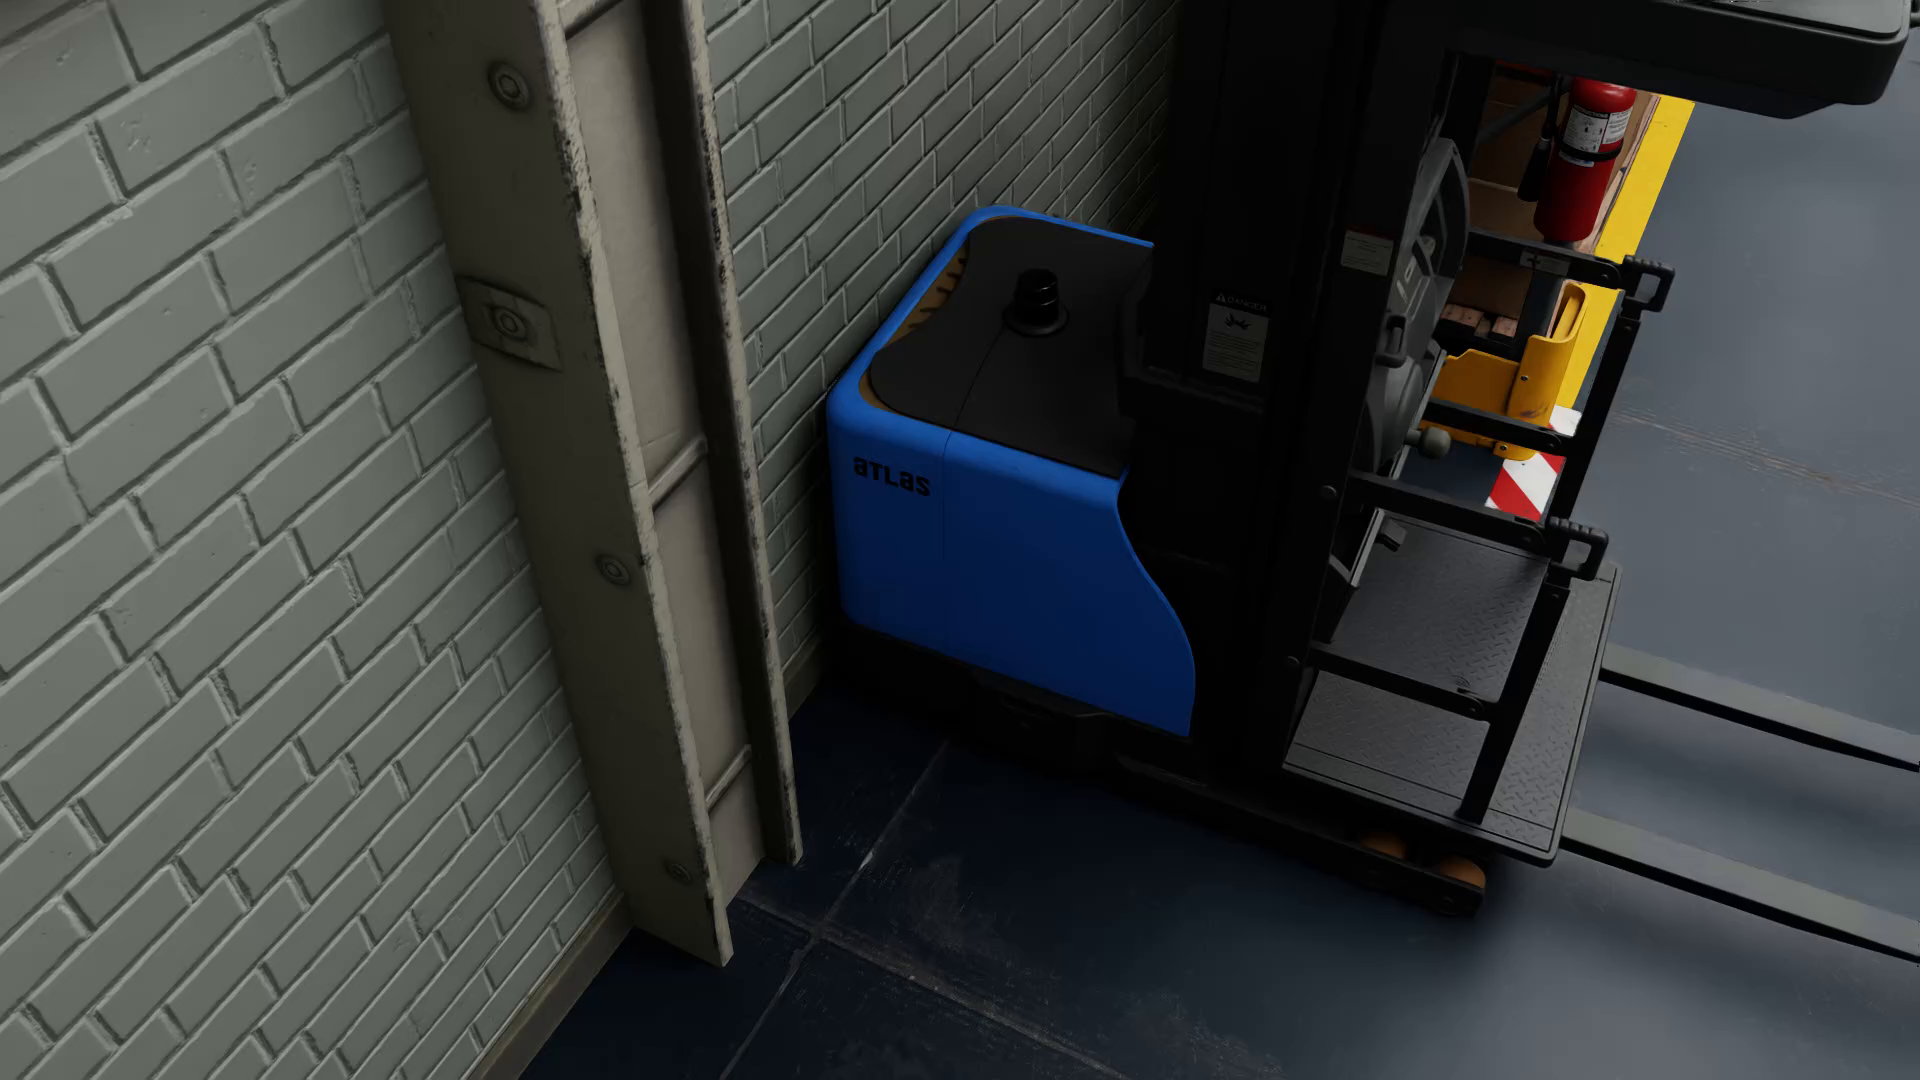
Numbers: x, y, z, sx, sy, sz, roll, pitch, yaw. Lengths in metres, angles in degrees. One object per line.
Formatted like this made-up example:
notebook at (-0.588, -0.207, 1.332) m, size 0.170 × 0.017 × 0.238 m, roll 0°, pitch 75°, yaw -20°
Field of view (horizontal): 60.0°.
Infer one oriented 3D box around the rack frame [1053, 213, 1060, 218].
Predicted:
rack frame at (0.382, -0.675, 5.284) m, size 0.240 × 0.900 × 0.006 m, roll 27°, pitch 61°, yaw 16°

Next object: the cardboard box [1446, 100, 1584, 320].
cardboard box at (1.776, -1.176, 5.764) m, size 0.797 × 0.503 × 0.637 m, roll 19°, pitch 48°, yaw 18°

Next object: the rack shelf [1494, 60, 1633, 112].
rack shelf at (2.337, -2.559, 6.176) m, size 1.077 × 0.370 × 4.000 m, roll 20°, pitch 49°, yaw 19°

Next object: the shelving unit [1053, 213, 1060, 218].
shelving unit at (0.329, -0.601, 5.237) m, size 0.258 × 0.900 × 0.210 m, roll 27°, pitch 61°, yaw 16°

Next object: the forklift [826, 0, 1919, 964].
forklift at (1.212, -0.497, 3.681) m, size 3.031 × 2.935 × 1.130 m, roll 18°, pitch 48°, yaw 17°

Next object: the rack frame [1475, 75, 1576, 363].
rack frame at (1.408, -1.552, 4.675) m, size 1.000 × 3.000 × 0.127 m, roll 20°, pitch 49°, yaw 19°

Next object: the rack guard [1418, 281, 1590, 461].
rack guard at (1.444, -0.722, 5.612) m, size 1.175 × 0.500 × 0.348 m, roll 20°, pitch 49°, yaw 19°

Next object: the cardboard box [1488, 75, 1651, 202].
cardboard box at (2.207, -1.701, 6.284) m, size 0.700 × 0.500 × 0.500 m, roll 22°, pitch 49°, yaw 21°

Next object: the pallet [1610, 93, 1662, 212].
pallet at (2.380, -1.888, 6.968) m, size 1.003 × 0.211 × 1.213 m, roll 20°, pitch 49°, yaw 19°

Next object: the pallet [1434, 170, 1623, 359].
pallet at (1.813, -1.122, 6.211) m, size 1.003 × 0.211 × 1.213 m, roll 20°, pitch 49°, yaw 19°

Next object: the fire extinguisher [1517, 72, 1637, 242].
fire extinguisher at (1.749, -1.149, 4.593) m, size 0.296 × 0.674 × 0.183 m, roll 20°, pitch 49°, yaw 19°

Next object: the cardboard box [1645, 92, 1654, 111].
cardboard box at (2.541, -2.001, 6.581) m, size 0.500 × 0.500 × 0.500 m, roll 21°, pitch 49°, yaw 20°
